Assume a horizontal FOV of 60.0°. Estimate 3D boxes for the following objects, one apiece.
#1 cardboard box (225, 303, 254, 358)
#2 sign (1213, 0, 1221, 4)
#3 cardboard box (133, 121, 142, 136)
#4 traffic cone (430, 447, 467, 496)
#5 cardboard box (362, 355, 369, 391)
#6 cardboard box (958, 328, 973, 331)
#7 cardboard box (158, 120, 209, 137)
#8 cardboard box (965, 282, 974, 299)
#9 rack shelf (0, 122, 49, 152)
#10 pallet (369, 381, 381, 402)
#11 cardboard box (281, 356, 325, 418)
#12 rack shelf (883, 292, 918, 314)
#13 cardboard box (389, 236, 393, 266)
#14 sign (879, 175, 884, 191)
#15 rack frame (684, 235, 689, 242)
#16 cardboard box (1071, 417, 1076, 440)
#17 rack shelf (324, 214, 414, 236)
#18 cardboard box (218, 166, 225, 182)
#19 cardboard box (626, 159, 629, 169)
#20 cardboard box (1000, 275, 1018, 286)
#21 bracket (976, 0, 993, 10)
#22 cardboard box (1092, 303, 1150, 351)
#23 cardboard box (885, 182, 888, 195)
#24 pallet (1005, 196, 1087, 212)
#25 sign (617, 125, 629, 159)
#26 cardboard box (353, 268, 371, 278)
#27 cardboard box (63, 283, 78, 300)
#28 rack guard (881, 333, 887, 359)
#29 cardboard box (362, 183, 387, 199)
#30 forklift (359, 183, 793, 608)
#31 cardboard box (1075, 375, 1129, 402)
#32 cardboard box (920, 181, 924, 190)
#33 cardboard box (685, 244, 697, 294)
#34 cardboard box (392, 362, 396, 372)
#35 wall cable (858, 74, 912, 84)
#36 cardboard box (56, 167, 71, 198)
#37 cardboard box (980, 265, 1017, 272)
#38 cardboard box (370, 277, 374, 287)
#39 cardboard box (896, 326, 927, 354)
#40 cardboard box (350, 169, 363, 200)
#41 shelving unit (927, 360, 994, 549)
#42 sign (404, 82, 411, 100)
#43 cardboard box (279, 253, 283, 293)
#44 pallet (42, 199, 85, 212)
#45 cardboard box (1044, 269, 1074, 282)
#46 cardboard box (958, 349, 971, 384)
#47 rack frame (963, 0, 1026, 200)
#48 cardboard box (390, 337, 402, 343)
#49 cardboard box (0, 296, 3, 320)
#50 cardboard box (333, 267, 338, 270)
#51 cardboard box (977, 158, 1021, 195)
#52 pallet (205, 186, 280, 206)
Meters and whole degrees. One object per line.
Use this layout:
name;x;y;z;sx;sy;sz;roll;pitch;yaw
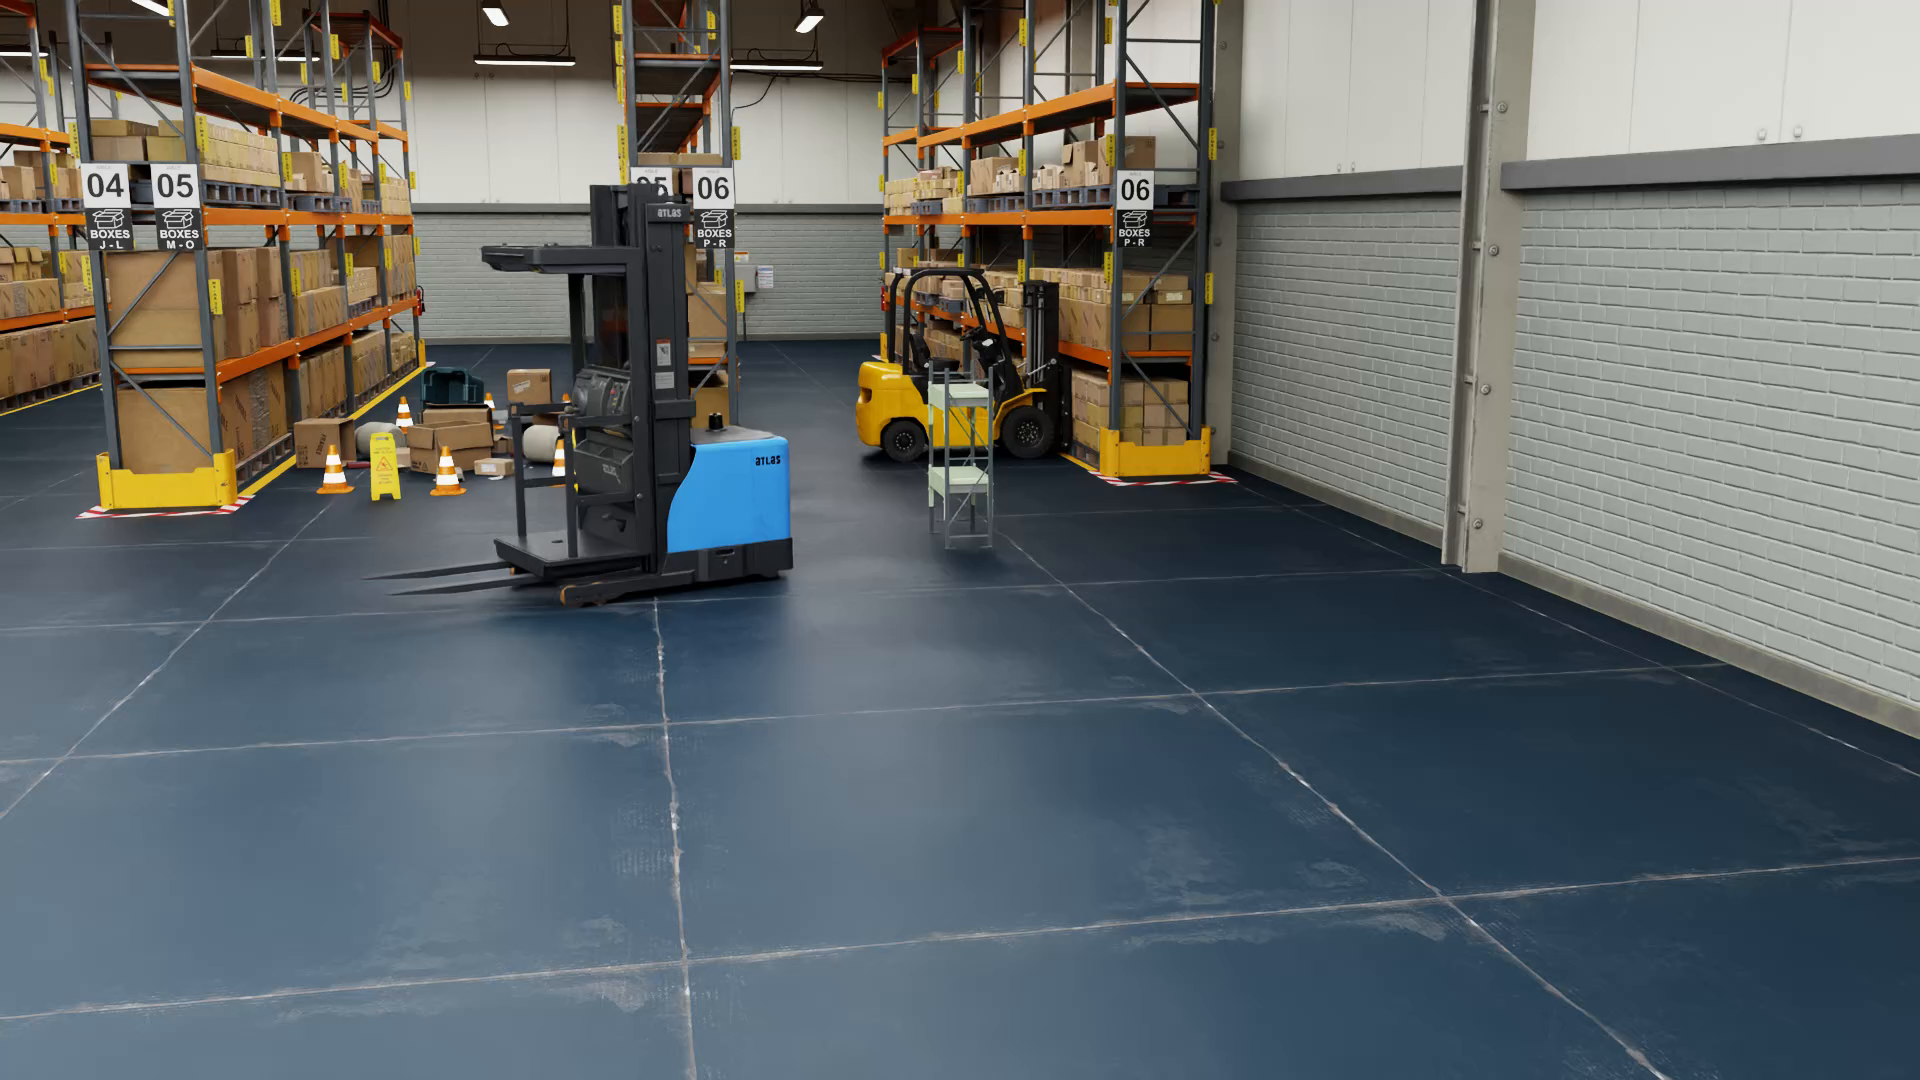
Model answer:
cardboard box;-7.831;-2.169;17.168;0.875;0.550;0.550;-2;11;-11
sign;2.649;-5.704;17.176;0.100;0.325;0.005;-2;11;-11
cardboard box;-8.046;-3.914;15.864;0.380;0.149;0.250;-2;11;-11
traffic cone;-5.136;-0.703;16.652;0.336;0.463;0.334;-2;11;-11
cardboard box;-9.145;-2.498;24.861;0.500;0.500;0.500;-2;11;-10
cardboard box;0.180;-3.594;28.884;0.380;0.149;0.250;-2;11;-11
cardboard box;-7.353;-3.891;15.746;0.380;0.149;0.250;-2;11;-10
cardboard box;0.370;-3.749;24.936;0.500;0.250;0.500;-2;11;-11
rack shelf;-14.430;-5.891;24.073;1.077;0.370;4.000;-2;11;-11
pallet;-9.541;-2.285;25.640;1.003;0.211;1.213;-2;11;-11
cardboard box;-8.771;-1.944;21.280;1.050;0.750;0.750;-2;11;-11
rack shelf;-0.619;-4.415;31.296;1.077;0.370;4.000;-2;11;-11
cardboard box;-9.899;-4.895;28.154;0.500;0.500;0.500;-2;11;-13
sign;-1.541;-7.019;32.690;0.100;0.325;0.005;-2;11;-11
rack frame;-5.099;-4.221;28.350;1.000;3.000;0.127;-2;11;-11
cardboard box;1.526;-1.315;19.314;0.500;0.250;0.500;-2;11;-10
rack shelf;-10.323;-5.509;29.021;1.077;0.370;4.000;-2;11;-11
cardboard box;-7.451;-3.594;16.317;0.380;0.149;0.250;-2;11;-11
cardboard box;-3.451;-4.093;18.196;0.380;0.149;0.250;-2;11;-10
cardboard box;0.764;-3.590;23.036;0.380;0.149;0.250;-2;11;-11
bracket;0.755;-8.713;26.281;0.076;0.066;4.783;-2;11;-11
cardboard box;1.750;-2.331;18.153;0.500;0.500;0.500;-2;11;-12
cardboard box;-1.168;-6.837;32.340;0.500;0.250;0.500;-2;11;-12
pallet;1.141;-4.476;22.178;0.805;0.209;1.217;-3;11;-13
sign;-3.313;-3.912;16.337;0.100;0.325;0.005;-2;11;-11
cardboard box;-9.564;-4.234;26.378;0.380;0.149;0.250;-2;11;-13
cardboard box;-14.654;-4.029;26.946;0.500;0.250;0.500;-2;11;-12
rack guard;-0.994;-3.894;33.317;1.175;0.500;0.348;-2;11;-11
cardboard box;-9.793;-5.765;27.503;0.500;0.250;0.500;-2;11;-9
forklift;-2.774;-1.071;11.982;3.031;2.935;1.130;-7;13;-34
cardboard box;1.603;-1.714;18.738;0.500;0.250;0.500;-2;11;-10
cardboard box;-0.473;-5.989;28.101;0.380;0.149;0.250;-2;11;-12
cardboard box;-3.078;-2.792;17.107;0.700;0.500;0.500;-2;11;-12
cardboard box;-9.690;-2.907;27.946;0.380;0.149;0.250;-3;11;-13
wall cable;-0.850;-11.897;37.759;2.988;3.039;0.133;-2;11;-11
cardboard box;-15.131;-5.879;27.380;0.700;0.500;0.500;-2;11;-8
cardboard box;0.601;-4.024;25.925;0.500;0.500;0.500;-2;11;-8
cardboard box;-9.611;-4.137;26.664;0.380;0.149;0.250;-2;11;-11
cardboard box;-0.854;-3.840;31.912;0.700;0.500;0.500;-2;11;-9
cardboard box;-9.969;-5.678;26.592;0.700;0.500;0.500;-2;11;-11
shelving unit;0.001;-0.736;14.050;0.431;1.500;0.755;-2;11;-11
sign;-10.164;-8.256;30.585;0.100;0.325;0.005;-2;11;-11
cardboard box;-8.481;-3.186;19.972;0.700;0.500;0.500;-2;11;-12
pallet;-15.202;-5.664;28.148;1.003;0.211;1.213;-2;11;-11
cardboard box;1.244;-3.237;20.385;0.380;0.149;0.250;-2;11;-10
cardboard box;0.254;-2.716;26.008;0.500;0.500;0.500;-2;11;-9
rack frame;0.548;-6.615;24.887;1.000;3.000;0.127;-2;11;-11
cardboard box;-10.156;-3.526;29.608;0.380;0.149;0.250;-3;11;-13
cardboard box;-13.972;-3.369;23.610;0.500;0.500;0.500;-2;11;-13
cardboard box;-10.306;-4.296;27.682;0.500;0.500;0.500;-2;11;-11
cardboard box;0.646;-5.216;23.897;0.700;0.500;0.500;-2;11;-12
pallet;-8.230;-3.835;18.535;1.003;0.211;1.213;-2;11;-11
